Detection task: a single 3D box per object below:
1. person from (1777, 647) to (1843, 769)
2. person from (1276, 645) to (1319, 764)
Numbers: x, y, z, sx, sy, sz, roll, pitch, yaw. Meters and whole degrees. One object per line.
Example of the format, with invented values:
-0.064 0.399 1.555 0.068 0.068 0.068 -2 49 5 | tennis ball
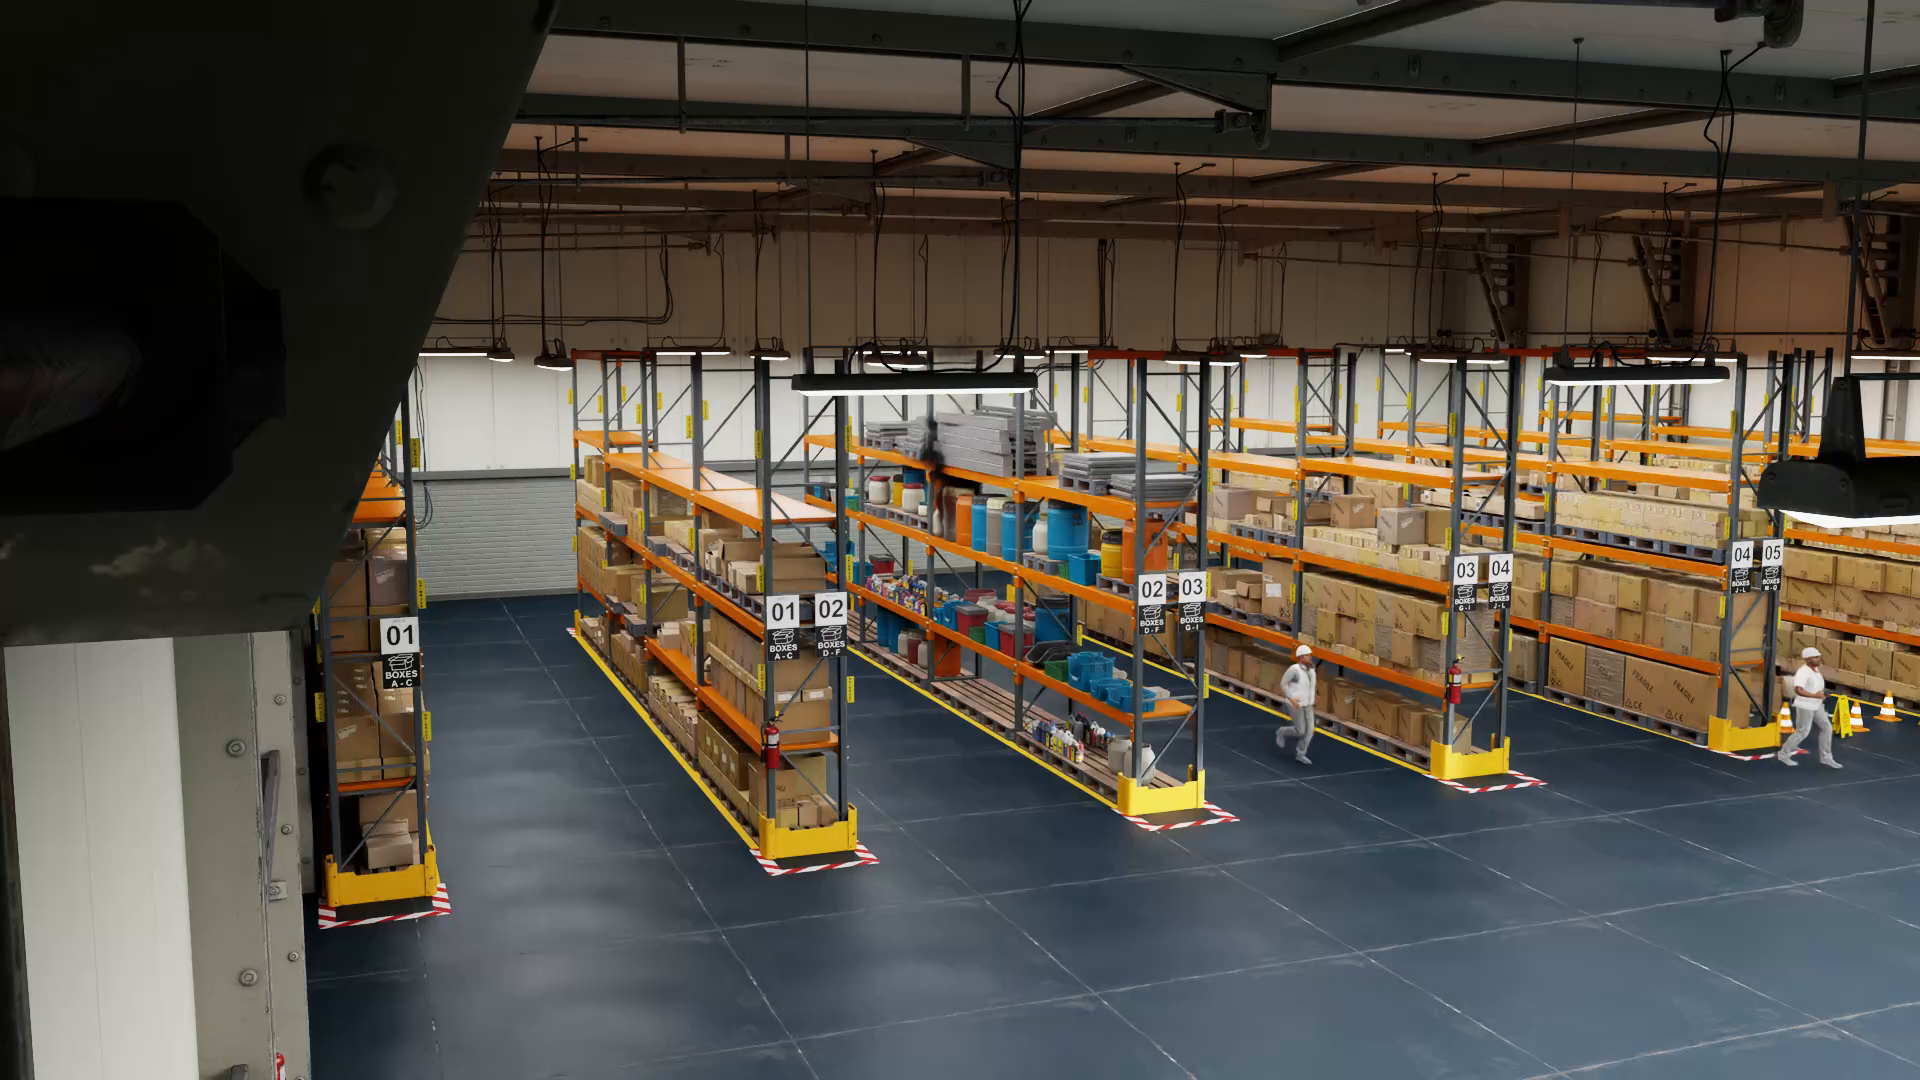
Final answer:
12.365 2.428 24.118 0.818 1.750 0.751 7 10 43 | person
5.033 2.414 24.730 0.681 1.745 0.675 -5 9 -36 | person
